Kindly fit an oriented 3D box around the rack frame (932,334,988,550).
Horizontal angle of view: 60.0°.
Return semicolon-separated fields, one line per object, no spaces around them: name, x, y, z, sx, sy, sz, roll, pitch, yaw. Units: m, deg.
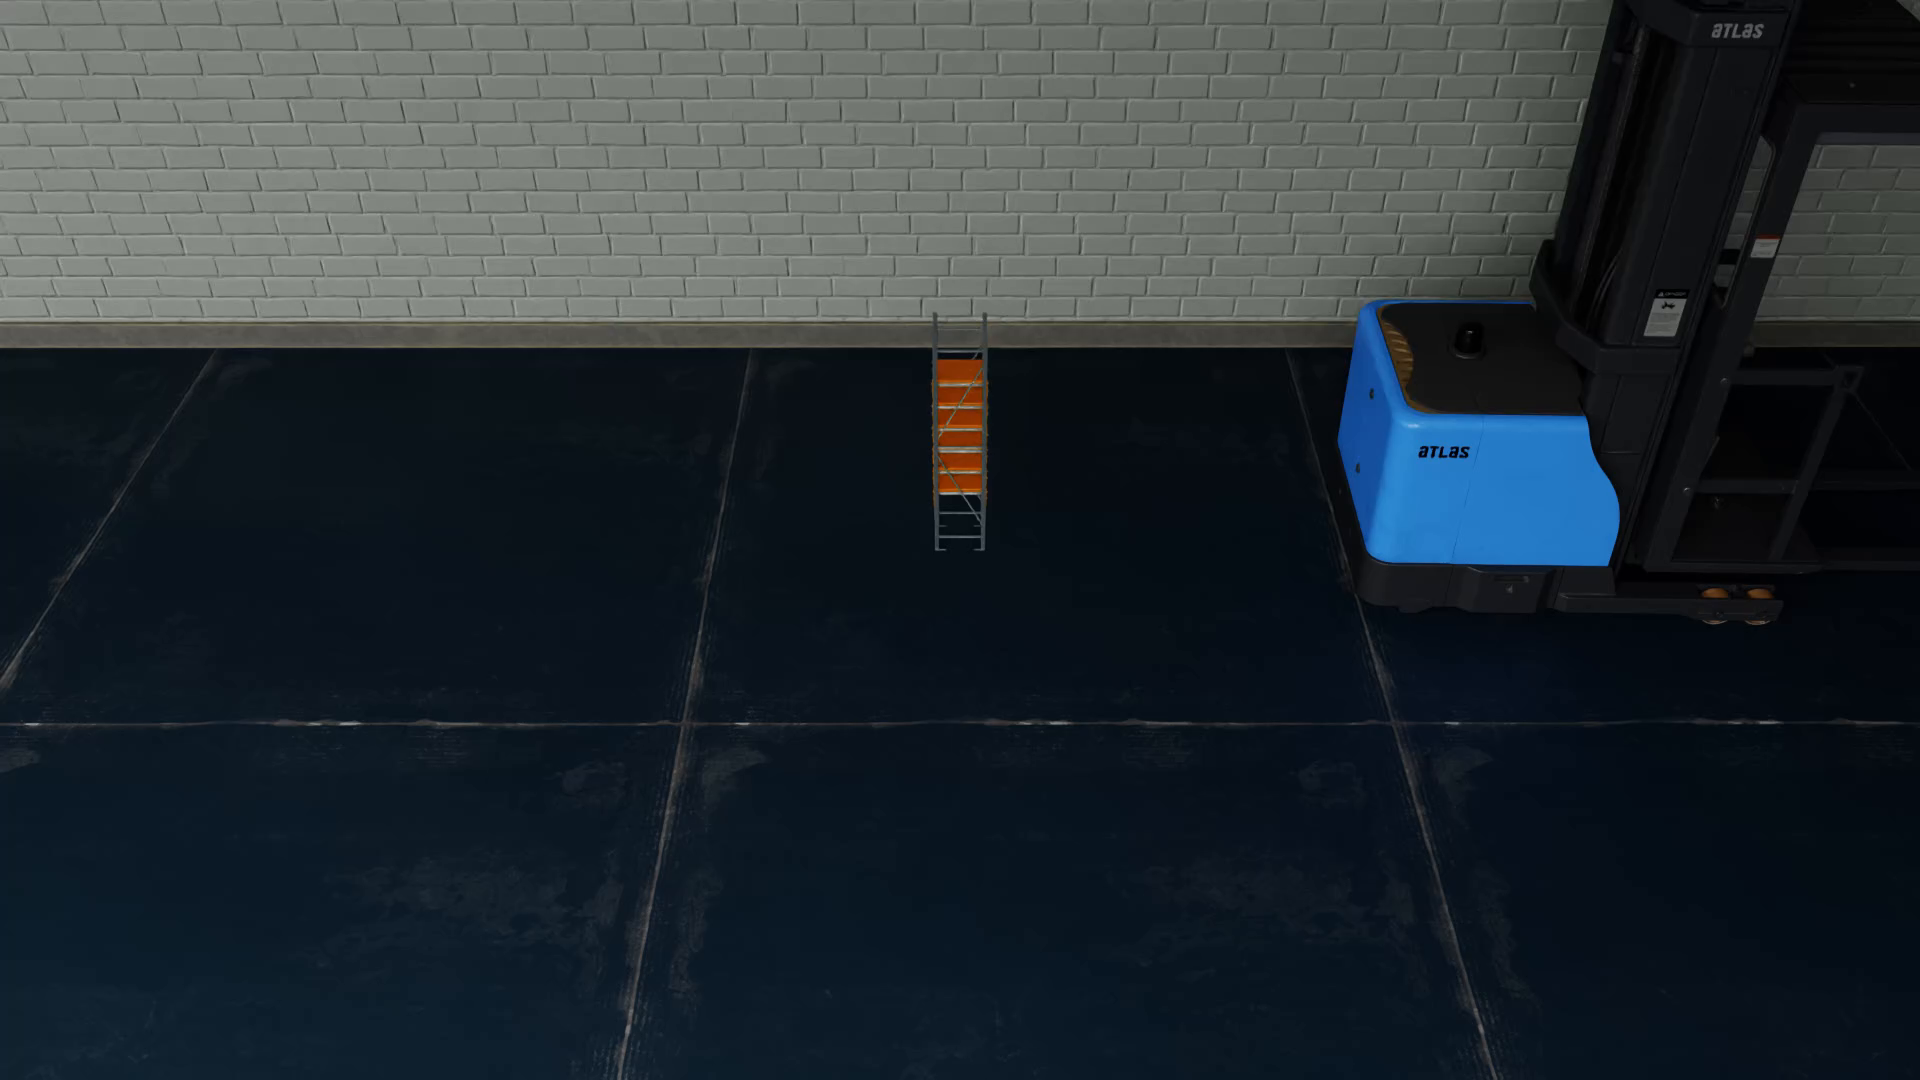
rack frame;0.000;-0.420;7.560;0.240;1.200;0.006;0;39;0

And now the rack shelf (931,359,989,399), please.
rack shelf;0.000;-0.723;7.434;0.258;0.103;0.180;0;39;0

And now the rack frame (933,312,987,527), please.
rack frame;0.000;-0.534;7.703;0.240;1.200;0.006;0;39;0

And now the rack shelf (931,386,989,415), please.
rack shelf;0.000;-0.630;7.509;0.258;0.103;0.180;0;39;0

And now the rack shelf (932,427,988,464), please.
rack shelf;0.000;-0.443;7.659;0.258;0.103;0.180;0;39;0

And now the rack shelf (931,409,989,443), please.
rack shelf;0.000;-0.536;7.584;0.258;0.103;0.180;0;39;0

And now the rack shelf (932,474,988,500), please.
rack shelf;0.000;-0.255;7.809;0.258;0.103;0.180;0;39;0

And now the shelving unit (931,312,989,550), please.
shelving unit;0.000;-0.477;7.632;0.258;1.200;0.189;0;39;0

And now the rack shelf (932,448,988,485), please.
rack shelf;0.000;-0.349;7.734;0.258;0.103;0.180;0;39;0

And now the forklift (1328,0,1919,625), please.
forklift;3.330;-1.098;7.022;3.031;2.935;1.130;1;39;1
